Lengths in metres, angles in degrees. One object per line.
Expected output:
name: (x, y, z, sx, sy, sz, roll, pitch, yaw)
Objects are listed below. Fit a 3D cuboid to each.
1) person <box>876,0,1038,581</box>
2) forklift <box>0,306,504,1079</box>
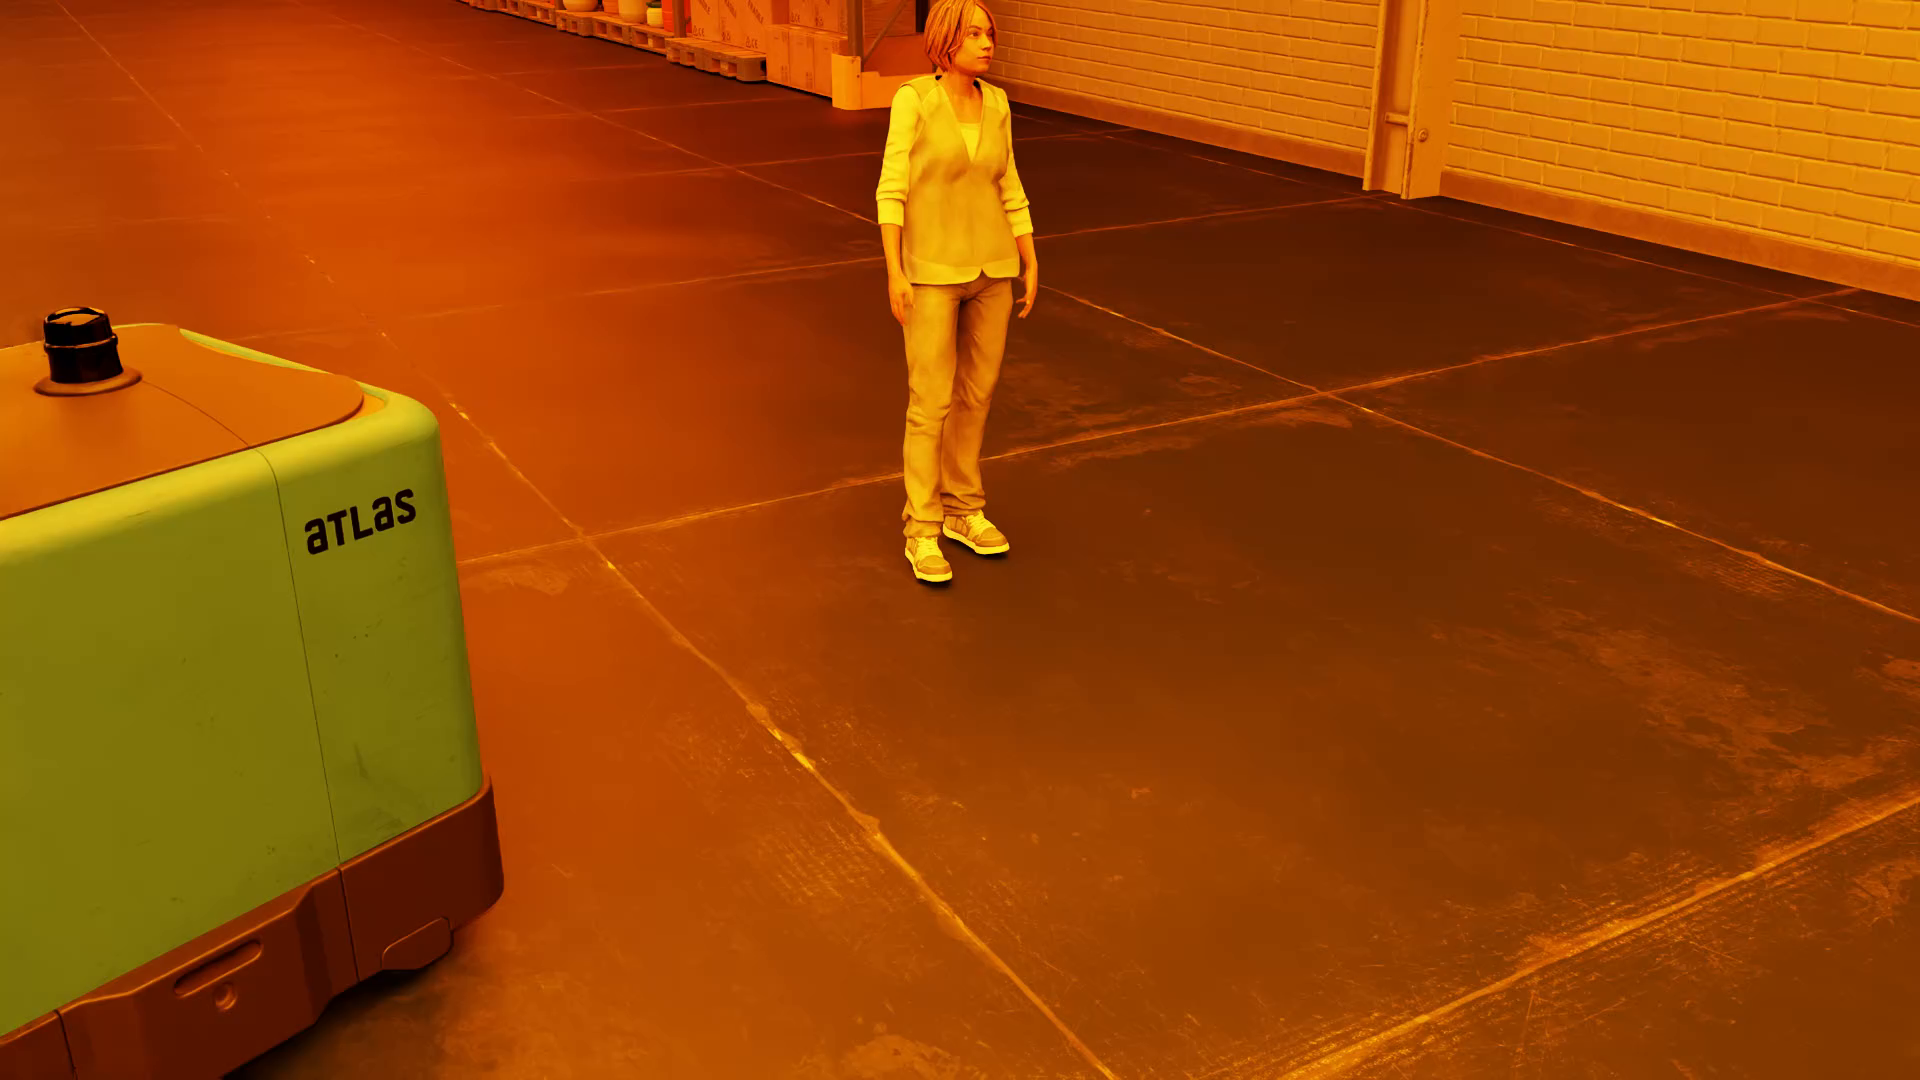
person: (0.025, -0.719, 4.762, 0.520, 1.599, 0.473, -12, 25, -28)
forklift: (-2.189, -0.269, 1.928, 1.130, 2.935, 3.031, 16, 27, 34)
